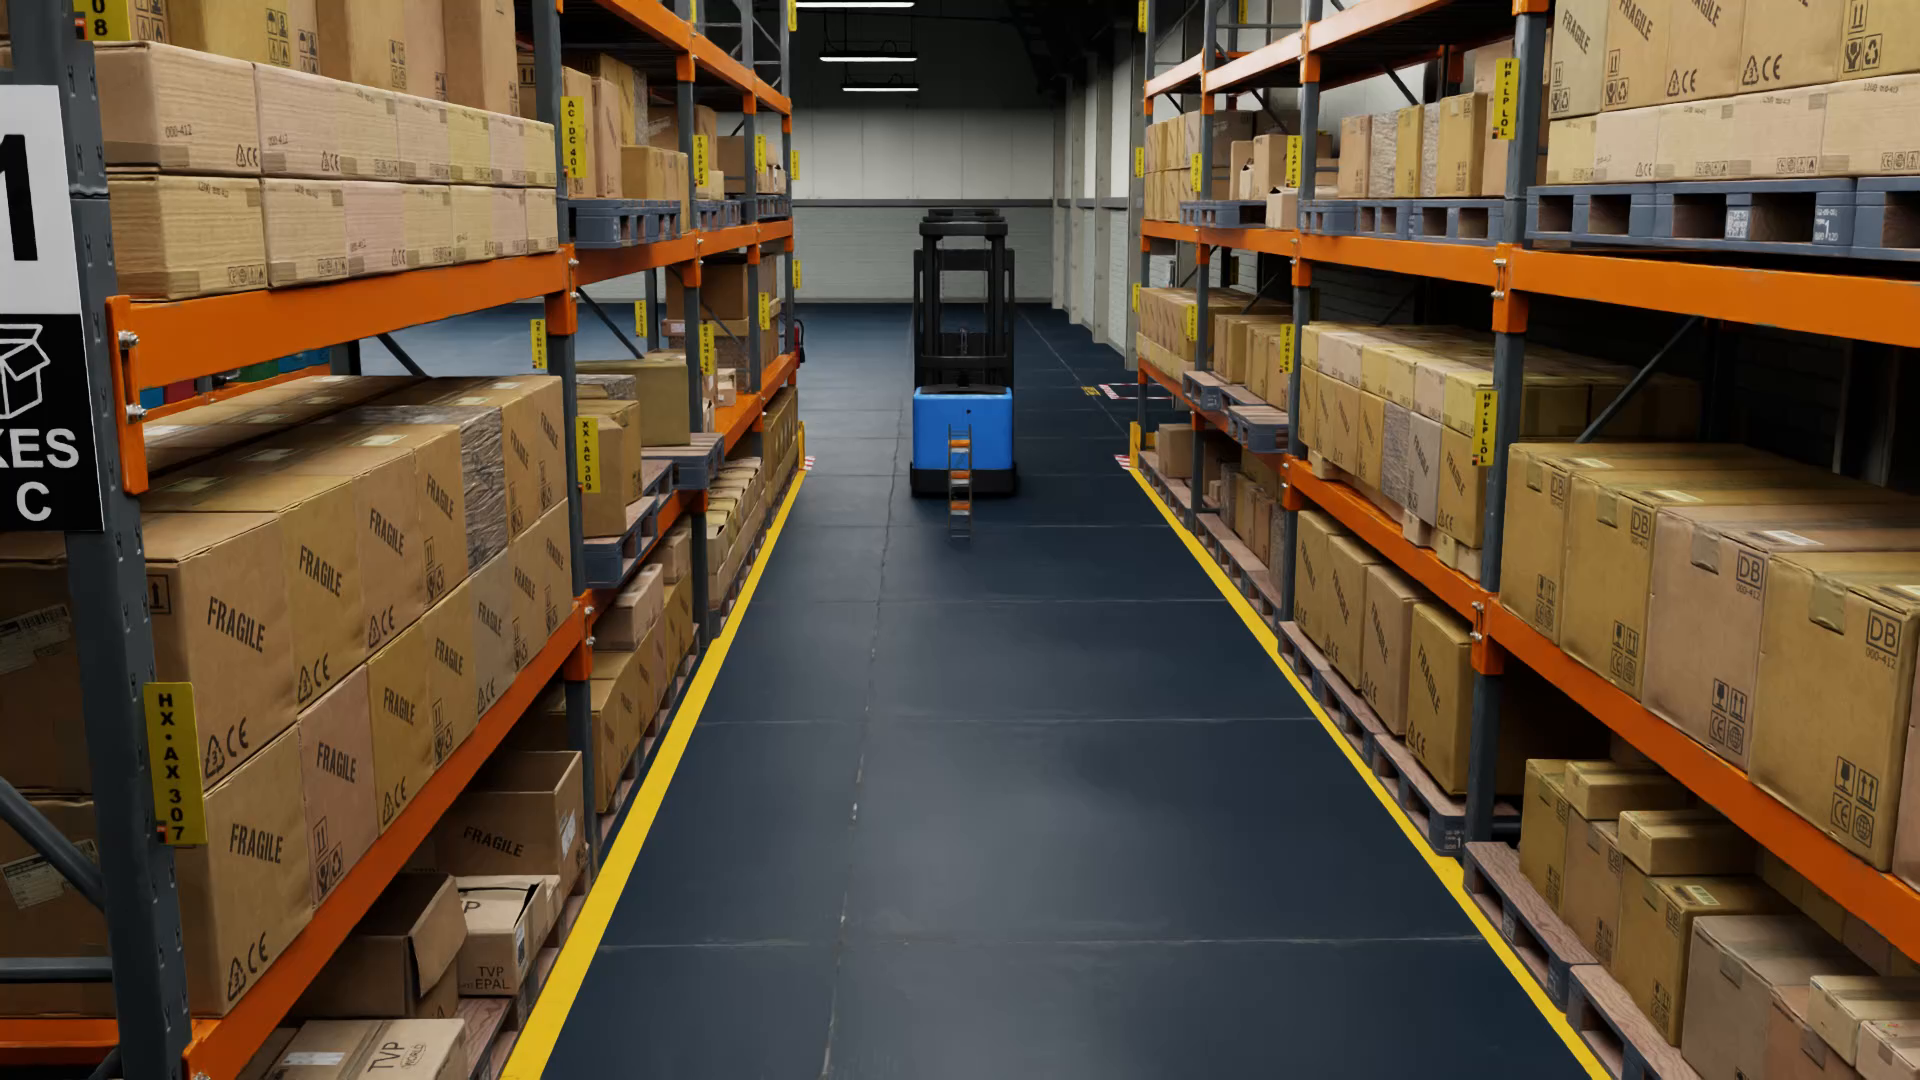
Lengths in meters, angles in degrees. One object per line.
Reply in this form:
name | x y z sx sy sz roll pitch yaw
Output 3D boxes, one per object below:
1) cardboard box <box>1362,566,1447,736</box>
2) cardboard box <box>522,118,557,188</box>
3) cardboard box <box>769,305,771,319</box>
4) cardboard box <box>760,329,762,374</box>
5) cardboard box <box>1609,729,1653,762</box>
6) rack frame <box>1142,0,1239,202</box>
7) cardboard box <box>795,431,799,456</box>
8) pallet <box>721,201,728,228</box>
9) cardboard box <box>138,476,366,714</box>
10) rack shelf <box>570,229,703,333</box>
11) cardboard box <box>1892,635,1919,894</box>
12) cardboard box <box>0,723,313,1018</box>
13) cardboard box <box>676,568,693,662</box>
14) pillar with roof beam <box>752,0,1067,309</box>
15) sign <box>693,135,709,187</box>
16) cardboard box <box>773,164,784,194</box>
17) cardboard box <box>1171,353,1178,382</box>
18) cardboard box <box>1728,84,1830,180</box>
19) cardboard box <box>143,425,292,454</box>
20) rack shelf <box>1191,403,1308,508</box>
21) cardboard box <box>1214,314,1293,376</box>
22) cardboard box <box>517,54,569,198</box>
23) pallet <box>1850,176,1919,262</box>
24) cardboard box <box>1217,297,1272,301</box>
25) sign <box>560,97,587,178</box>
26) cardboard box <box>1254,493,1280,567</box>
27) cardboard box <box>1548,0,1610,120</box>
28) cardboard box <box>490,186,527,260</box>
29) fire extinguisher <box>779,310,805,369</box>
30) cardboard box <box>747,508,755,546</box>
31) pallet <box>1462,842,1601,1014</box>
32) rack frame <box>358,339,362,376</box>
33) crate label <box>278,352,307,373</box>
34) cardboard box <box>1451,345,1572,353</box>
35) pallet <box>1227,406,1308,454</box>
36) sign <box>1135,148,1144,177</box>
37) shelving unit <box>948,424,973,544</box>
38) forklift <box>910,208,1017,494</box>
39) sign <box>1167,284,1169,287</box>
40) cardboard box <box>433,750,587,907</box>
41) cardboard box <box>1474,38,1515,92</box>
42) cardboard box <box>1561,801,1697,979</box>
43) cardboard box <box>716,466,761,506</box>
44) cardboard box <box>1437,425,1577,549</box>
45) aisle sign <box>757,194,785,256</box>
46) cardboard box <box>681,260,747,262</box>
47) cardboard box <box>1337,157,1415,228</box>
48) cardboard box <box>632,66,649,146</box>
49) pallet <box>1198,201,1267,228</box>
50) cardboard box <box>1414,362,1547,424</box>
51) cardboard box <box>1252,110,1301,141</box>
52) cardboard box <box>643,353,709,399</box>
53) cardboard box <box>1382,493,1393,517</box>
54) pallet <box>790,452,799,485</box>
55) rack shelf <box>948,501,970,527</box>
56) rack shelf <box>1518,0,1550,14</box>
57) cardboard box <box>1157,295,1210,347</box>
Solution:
cardboard box | 2.646 0.585 8.982 0.750 0.750 0.750 0 11 1
cardboard box | -1.861 -1.482 6.397 0.500 0.250 0.500 0 11 -1
cardboard box | -2.164 -2.356 17.246 0.380 0.149 0.250 0 11 0
cardboard box | -2.347 -1.868 16.473 0.700 0.500 0.500 0 11 0
cardboard box | 2.919 0.863 6.859 0.380 0.149 0.250 0 11 -1
rack frame | 2.562 -5.283 18.467 1.000 3.000 0.127 0 11 -1
cardboard box | -2.084 -1.075 18.671 0.500 0.250 0.500 0 11 -1
pallet | -2.354 -2.466 12.600 1.003 0.211 1.213 0 11 1
cardboard box | -1.823 0.127 4.125 0.500 0.500 0.500 0 11 -1
rack shelf | -2.183 -1.451 8.934 1.077 0.370 4.000 0 11 -1
cardboard box | 2.872 0.589 3.856 0.980 0.700 0.700 0 11 1
cardboard box | -1.805 0.720 3.712 0.500 0.500 0.500 0 11 0
cardboard box | -1.971 0.463 10.414 0.500 0.500 0.500 0 11 1
pillar with roof beam | -1.482 -11.093 47.106 9.100 9.000 0.548 0 11 -1
sign | -1.682 -2.457 10.780 0.100 0.325 0.005 0 11 -1
cardboard box | -2.091 -3.684 16.946 0.500 0.311 0.500 1 12 6
cardboard box | 2.330 -1.676 16.103 0.500 0.250 0.500 0 11 -1
cardboard box | 2.585 -1.165 4.783 0.500 0.250 0.500 -1 11 -3
cardboard box | -2.381 -0.073 5.109 0.500 0.500 0.500 0 11 1
rack shelf | 2.686 -0.798 13.256 1.077 0.370 4.000 0 11 -1
cardboard box | 2.622 -1.711 14.591 0.700 0.500 0.500 0 11 -1
cardboard box | -2.079 -1.811 7.336 0.600 0.600 0.600 -1 12 -7
pallet | 2.867 -0.736 3.823 1.003 0.211 1.213 0 11 -1
cardboard box | 2.832 -2.148 16.542 0.500 0.500 0.500 0 11 0
sign | -1.600 -1.664 6.870 0.100 0.325 0.005 0 11 -1
cardboard box | 2.728 -0.088 13.127 0.700 0.500 0.500 0 11 -1
cardboard box | 2.545 -1.833 6.191 0.500 0.500 0.500 0 11 -2
cardboard box | -1.866 -1.138 5.957 0.500 0.250 0.500 0 11 -1
fire extinguisher | -1.928 -2.309 19.092 0.296 0.674 0.183 0 11 -1
cardboard box | -1.989 -0.101 13.874 0.500 0.250 0.500 0 11 0
pallet | 2.748 1.561 6.836 1.003 0.211 1.213 0 11 -1
rack frame | -7.343 -2.302 18.863 1.000 3.000 0.127 0 11 -1
crate label | -7.034 -1.955 17.061 0.502 0.435 0.616 0 11 -1
cardboard box | 3.022 -0.929 9.160 0.500 0.250 0.500 -1 11 -2
pallet | 2.607 -0.800 11.940 1.213 0.211 1.003 0 11 -1
sign | 2.020 -4.239 18.667 0.100 0.325 0.005 0 11 -1
shelving unit | 0.001 -0.504 14.902 0.215 1.050 0.252 0 11 -1
forklift | 0.048 -2.158 18.325 1.130 2.935 3.031 0 11 1
sign | 3.396 -4.019 27.236 0.001 0.329 0.234 0 11 -1
cardboard box | -1.847 1.185 6.854 0.500 0.500 0.500 0 11 -1
cardboard box | 2.897 -2.345 8.284 0.500 0.250 0.500 -1 11 -3
cardboard box | 2.730 1.311 6.285 0.700 0.500 0.500 0 11 -2
cardboard box | -1.995 -0.477 14.315 0.500 0.311 0.500 0 11 0
cardboard box | 2.549 -0.253 7.711 0.500 0.500 0.500 0 11 -2
aisle sign | -2.098 -3.610 18.771 0.394 0.787 0.004 0 11 -1
cardboard box | -2.335 -2.400 15.831 0.700 0.500 0.500 0 11 -1
cardboard box | 2.943 -2.426 11.625 0.500 0.500 0.500 0 11 -1
cardboard box | -2.222 -2.654 10.285 0.500 0.500 0.500 0 11 -1
pallet | 2.576 -2.596 13.241 1.213 0.211 1.003 0 11 -1
cardboard box | 2.544 -0.723 8.143 0.500 0.250 0.500 0 11 0
cardboard box | 2.921 -3.665 15.220 0.500 0.500 0.500 0 11 0
cardboard box | -2.287 -1.219 13.270 0.500 0.500 0.500 0 11 -1
cardboard box | 2.544 -0.216 9.160 0.380 0.149 0.250 0 11 1
pallet | -2.332 -0.803 18.488 1.003 0.211 1.213 0 11 -1
rack shelf | 0.001 -0.221 14.960 0.215 0.259 0.240 0 11 -1
rack shelf | 2.852 -1.951 4.860 1.077 0.370 4.000 0 11 -1
cardboard box | 2.299 -2.247 17.031 0.500 0.500 0.500 0 11 1
